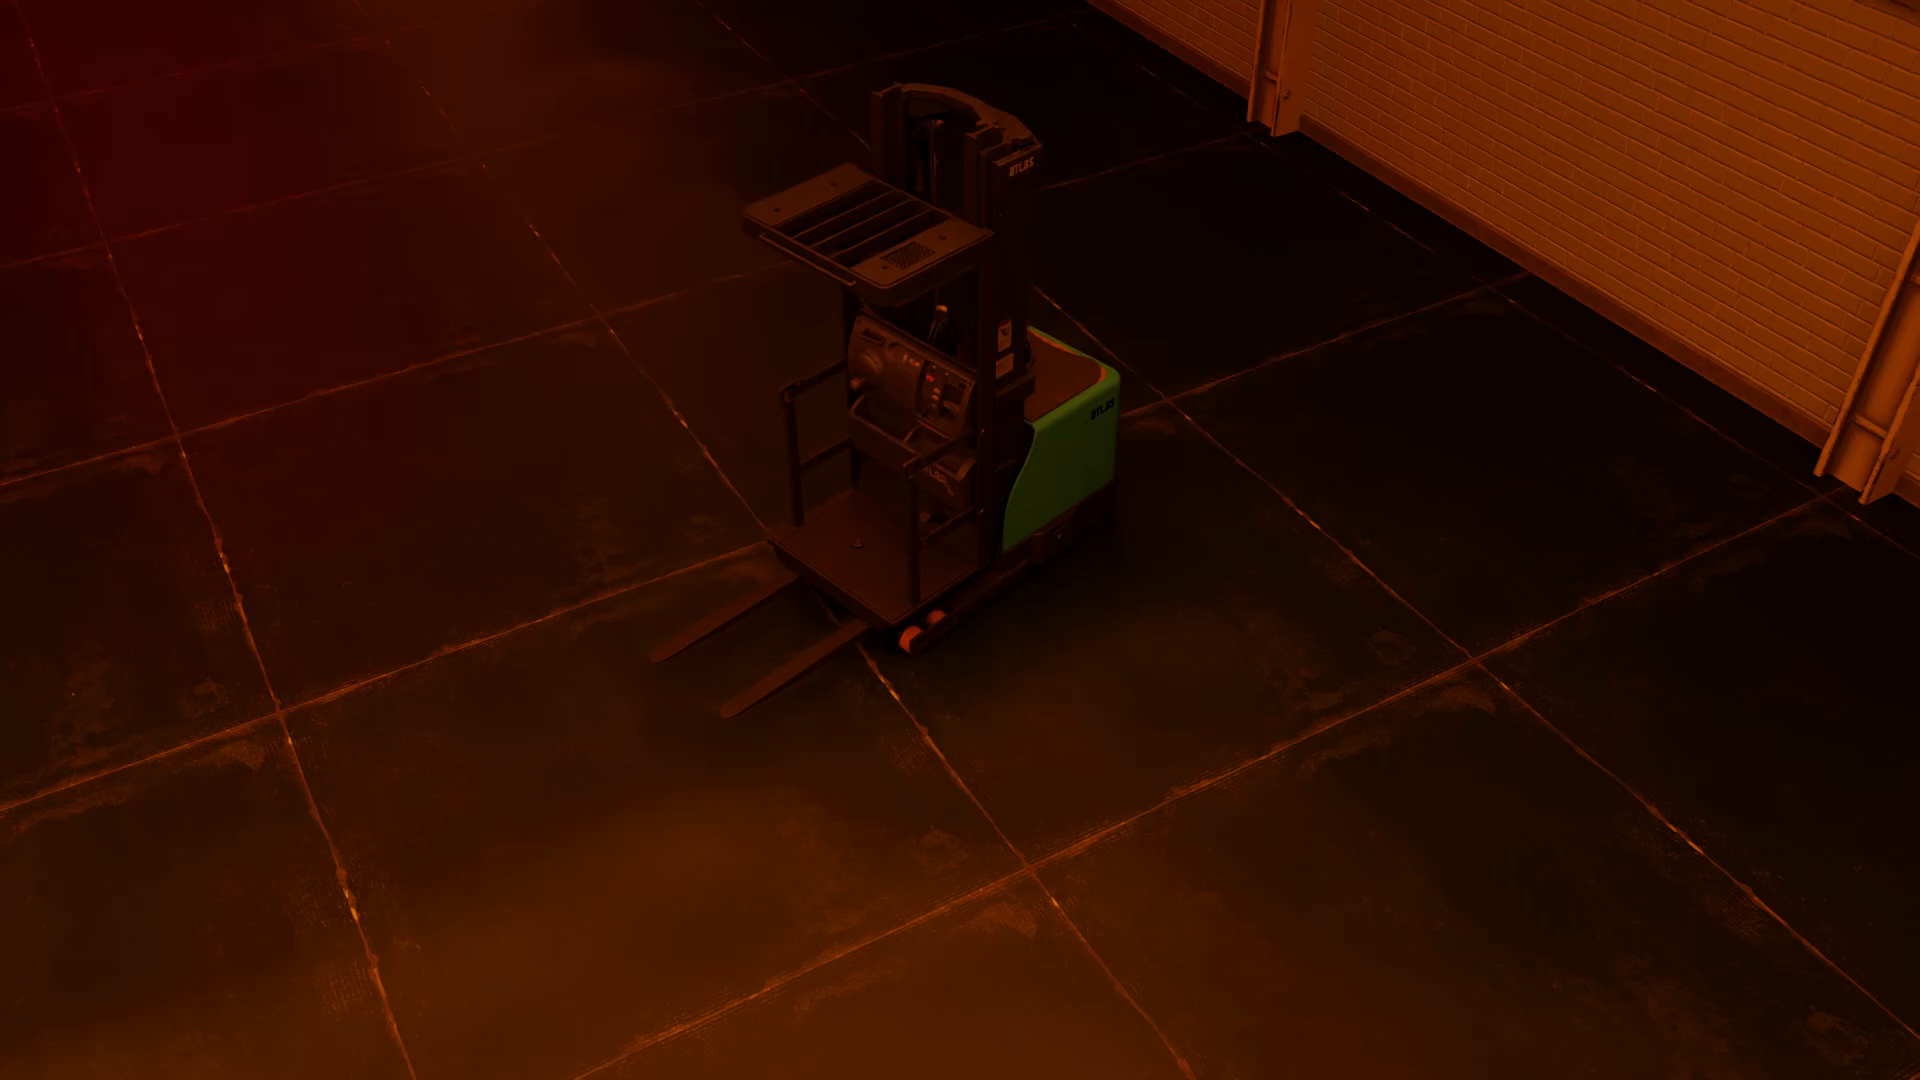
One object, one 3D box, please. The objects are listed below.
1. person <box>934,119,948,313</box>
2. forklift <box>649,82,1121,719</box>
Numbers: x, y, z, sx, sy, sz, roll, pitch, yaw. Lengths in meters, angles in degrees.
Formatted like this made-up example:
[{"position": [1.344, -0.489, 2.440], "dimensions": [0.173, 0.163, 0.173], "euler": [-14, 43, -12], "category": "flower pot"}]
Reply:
[{"position": [-0.275, -2.251, 11.658], "dimensions": [0.429, 1.772, 0.643], "euler": [-6, 40, -8], "category": "person"}, {"position": [-0.423, -0.843, 9.053], "dimensions": [1.130, 2.935, 3.031], "euler": [32, 49, 33], "category": "forklift"}]
